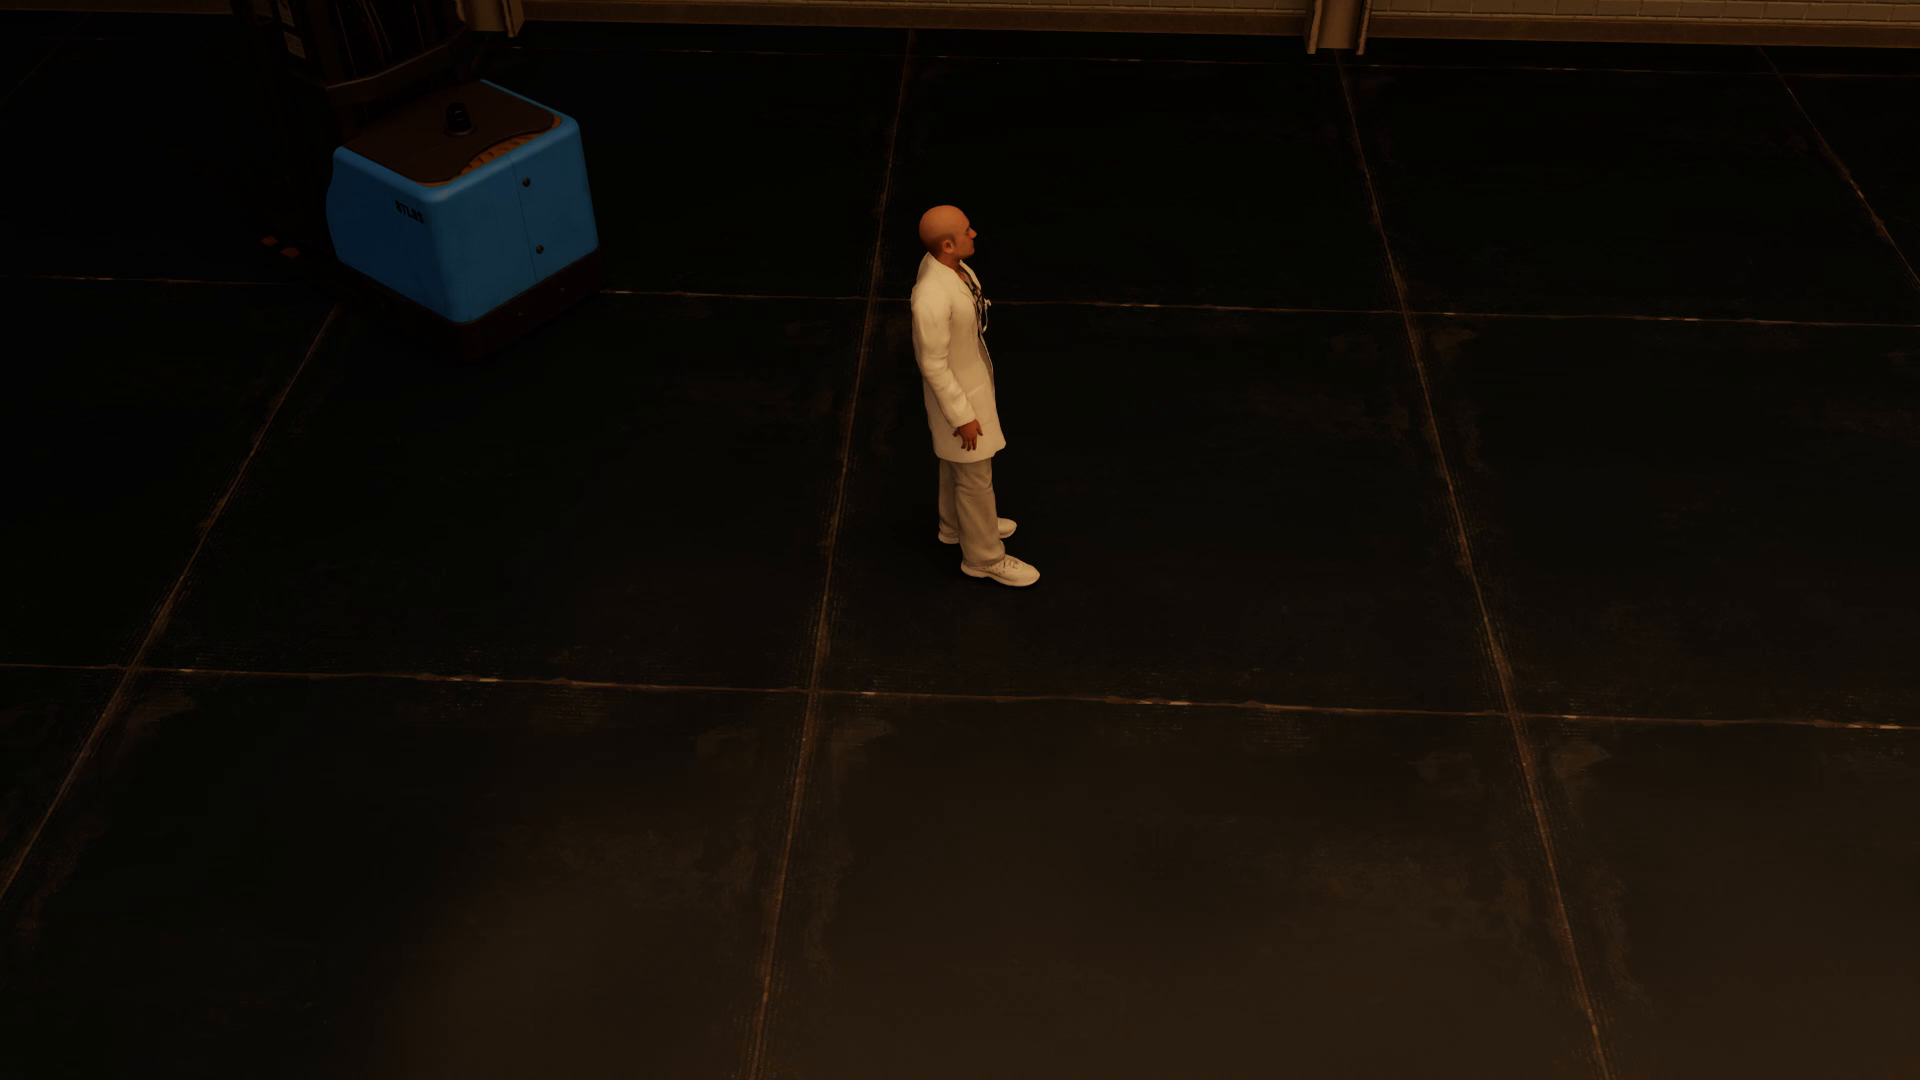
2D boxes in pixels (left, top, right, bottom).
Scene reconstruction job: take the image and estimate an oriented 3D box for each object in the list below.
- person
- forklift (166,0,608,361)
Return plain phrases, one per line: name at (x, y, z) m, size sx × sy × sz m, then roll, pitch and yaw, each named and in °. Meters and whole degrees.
person at (0.091, -0.657, 7.306) m, size 0.578 × 1.778 × 0.698 m, roll 2°, pitch 42°, yaw 2°
forklift at (-3.468, -2.854, 8.869) m, size 3.031 × 2.935 × 1.130 m, roll 28°, pitch 49°, yaw 27°
